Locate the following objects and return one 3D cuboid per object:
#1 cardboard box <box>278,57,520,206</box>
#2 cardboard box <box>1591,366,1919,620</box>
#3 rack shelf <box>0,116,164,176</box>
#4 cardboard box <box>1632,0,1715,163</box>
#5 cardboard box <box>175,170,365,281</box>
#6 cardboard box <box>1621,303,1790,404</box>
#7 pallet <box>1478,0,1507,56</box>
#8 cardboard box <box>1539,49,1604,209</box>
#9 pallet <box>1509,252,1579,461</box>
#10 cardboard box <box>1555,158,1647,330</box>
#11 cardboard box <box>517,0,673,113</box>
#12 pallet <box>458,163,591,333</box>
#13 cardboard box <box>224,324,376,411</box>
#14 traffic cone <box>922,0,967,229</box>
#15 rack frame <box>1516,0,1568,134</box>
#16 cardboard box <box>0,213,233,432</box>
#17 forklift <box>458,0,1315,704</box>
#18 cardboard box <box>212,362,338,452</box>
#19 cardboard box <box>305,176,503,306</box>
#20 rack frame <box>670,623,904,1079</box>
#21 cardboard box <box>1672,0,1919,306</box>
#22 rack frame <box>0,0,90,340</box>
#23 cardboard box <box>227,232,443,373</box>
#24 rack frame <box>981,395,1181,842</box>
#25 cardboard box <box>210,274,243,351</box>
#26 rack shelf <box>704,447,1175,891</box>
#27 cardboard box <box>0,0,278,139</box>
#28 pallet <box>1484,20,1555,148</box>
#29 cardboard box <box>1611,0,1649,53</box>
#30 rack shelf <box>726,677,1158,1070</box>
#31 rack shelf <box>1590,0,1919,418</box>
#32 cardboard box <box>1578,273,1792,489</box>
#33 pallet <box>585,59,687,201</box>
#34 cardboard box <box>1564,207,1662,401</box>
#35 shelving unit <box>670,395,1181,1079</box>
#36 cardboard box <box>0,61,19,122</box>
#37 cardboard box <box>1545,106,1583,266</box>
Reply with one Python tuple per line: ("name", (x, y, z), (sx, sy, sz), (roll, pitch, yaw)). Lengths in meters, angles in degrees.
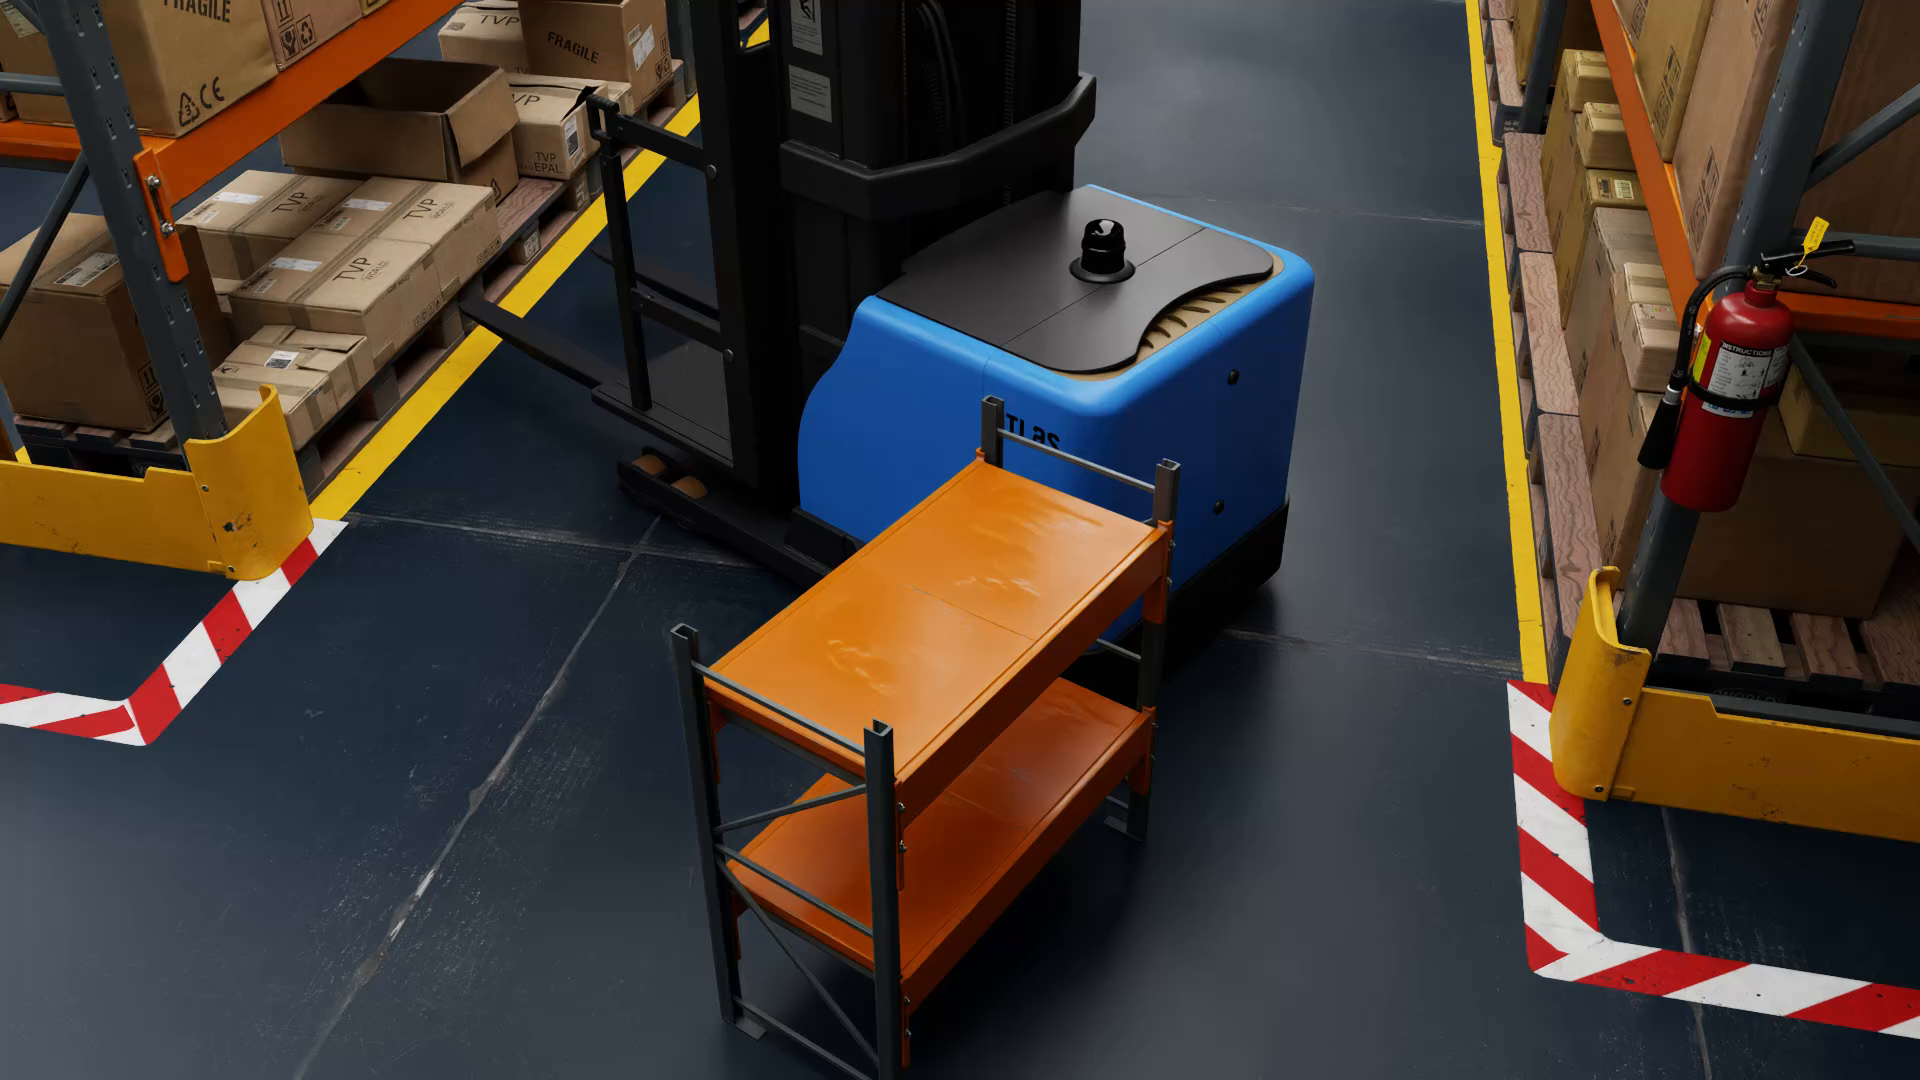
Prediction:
("cardboard box", (-2.214, -1.593, 6.644), (0.797, 0.503, 0.637), (7, 37, 10))
("cardboard box", (2.220, -0.163, 4.691), (0.700, 0.500, 0.500), (7, 37, 10))
("rack shelf", (-2.245, -2.144, 6.099), (0.919, 0.124, 3.809), (7, 37, 10))
("cardboard box", (2.412, -1.425, 4.404), (0.980, 0.700, 0.700), (7, 37, 10))
("cardboard box", (-2.564, -1.158, 6.260), (0.500, 0.250, 0.500), (7, 37, 10))
("cardboard box", (2.070, -0.522, 4.633), (0.380, 0.149, 0.250), (7, 37, 9))
("pallet", (3.372, -2.908, 9.083), (1.003, 0.211, 1.213), (7, 37, 10))
("cardboard box", (2.763, -1.626, 6.710), (0.700, 0.500, 0.500), (8, 37, 11))
("pallet", (2.525, -0.627, 5.936), (1.003, 0.211, 1.213), (7, 37, 10))
("cardboard box", (2.540, -1.045, 5.907), (0.700, 0.500, 0.500), (8, 37, 11))
("cardboard box", (-1.662, -2.307, 7.632), (0.500, 0.500, 0.500), (7, 37, 10))
("pallet", (-2.224, -1.279, 6.835), (1.003, 0.211, 1.213), (7, 37, 10))
("cardboard box", (-2.193, -0.581, 5.535), (0.380, 0.166, 0.250), (7, 37, 10))
("traffic cone", (-0.096, -0.954, 4.721), (0.295, 1.202, 0.196), (7, 37, 10))
("rack frame", (3.023, -2.884, 6.673), (1.000, 3.000, 0.127), (7, 37, 10))
("cardboard box", (-2.796, -0.718, 5.440), (0.500, 0.500, 0.500), (7, 37, 10))
("forklift", (-0.470, -1.428, 4.722), (3.031, 2.935, 1.130), (27, 44, 32))
("cardboard box", (-2.247, -0.431, 5.342), (0.380, 0.149, 0.250), (7, 37, 10))
("cardboard box", (-2.065, -1.124, 6.213), (0.500, 0.250, 0.500), (7, 37, 10))
("rack frame", (-0.328, 0.702, 3.322), (0.500, 1.125, 0.032), (23, 42, 28))
("cardboard box", (2.267, -1.006, 3.826), (0.980, 0.700, 0.700), (9, 37, 12))
("rack frame", (-2.669, -1.209, 4.363), (0.949, 2.616, 0.053), (7, 37, 10))
("cardboard box", (-2.172, -0.837, 5.817), (0.500, 0.250, 0.500), (7, 37, 10))
("rack frame", (0.260, 0.216, 3.994), (0.500, 1.125, 0.032), (23, 42, 28))
("cardboard box", (-2.622, -0.804, 5.843), (0.380, 0.166, 0.250), (7, 37, 10))
("rack shelf", (-0.034, 0.222, 3.486), (0.538, 0.278, 1.000), (23, 42, 28))
("cardboard box", (-2.319, -1.472, 4.639), (0.500, 0.500, 0.500), (8, 37, 11))
("pallet", (3.114, -2.207, 8.115), (1.003, 0.211, 1.213), (7, 37, 10))
("cardboard box", (2.584, -1.861, 5.005), (0.980, 0.700, 0.700), (6, 36, 8))
("rack shelf", (-0.034, 0.657, 3.802), (0.538, 0.278, 1.000), (23, 42, 28))
("rack shelf", (2.596, -1.446, 5.303), (1.077, 0.370, 4.000), (7, 37, 10))
("cardboard box", (2.327, -0.450, 5.086), (0.700, 0.500, 0.500), (7, 37, 10))
("pallet", (-1.965, -1.980, 7.802), (1.003, 0.211, 1.213), (7, 37, 10))
("cardboard box", (2.434, -0.738, 5.484), (0.700, 0.500, 0.500), (6, 36, 8))
("shelving unit", (-0.034, 0.459, 3.658), (0.538, 1.125, 1.048), (23, 42, 28))
("cardboard box", (-2.842, -1.541, 4.735), (0.500, 0.500, 0.500), (8, 37, 11))
("cardboard box", (2.652, -1.339, 6.313), (0.700, 0.500, 0.500), (7, 37, 9))
